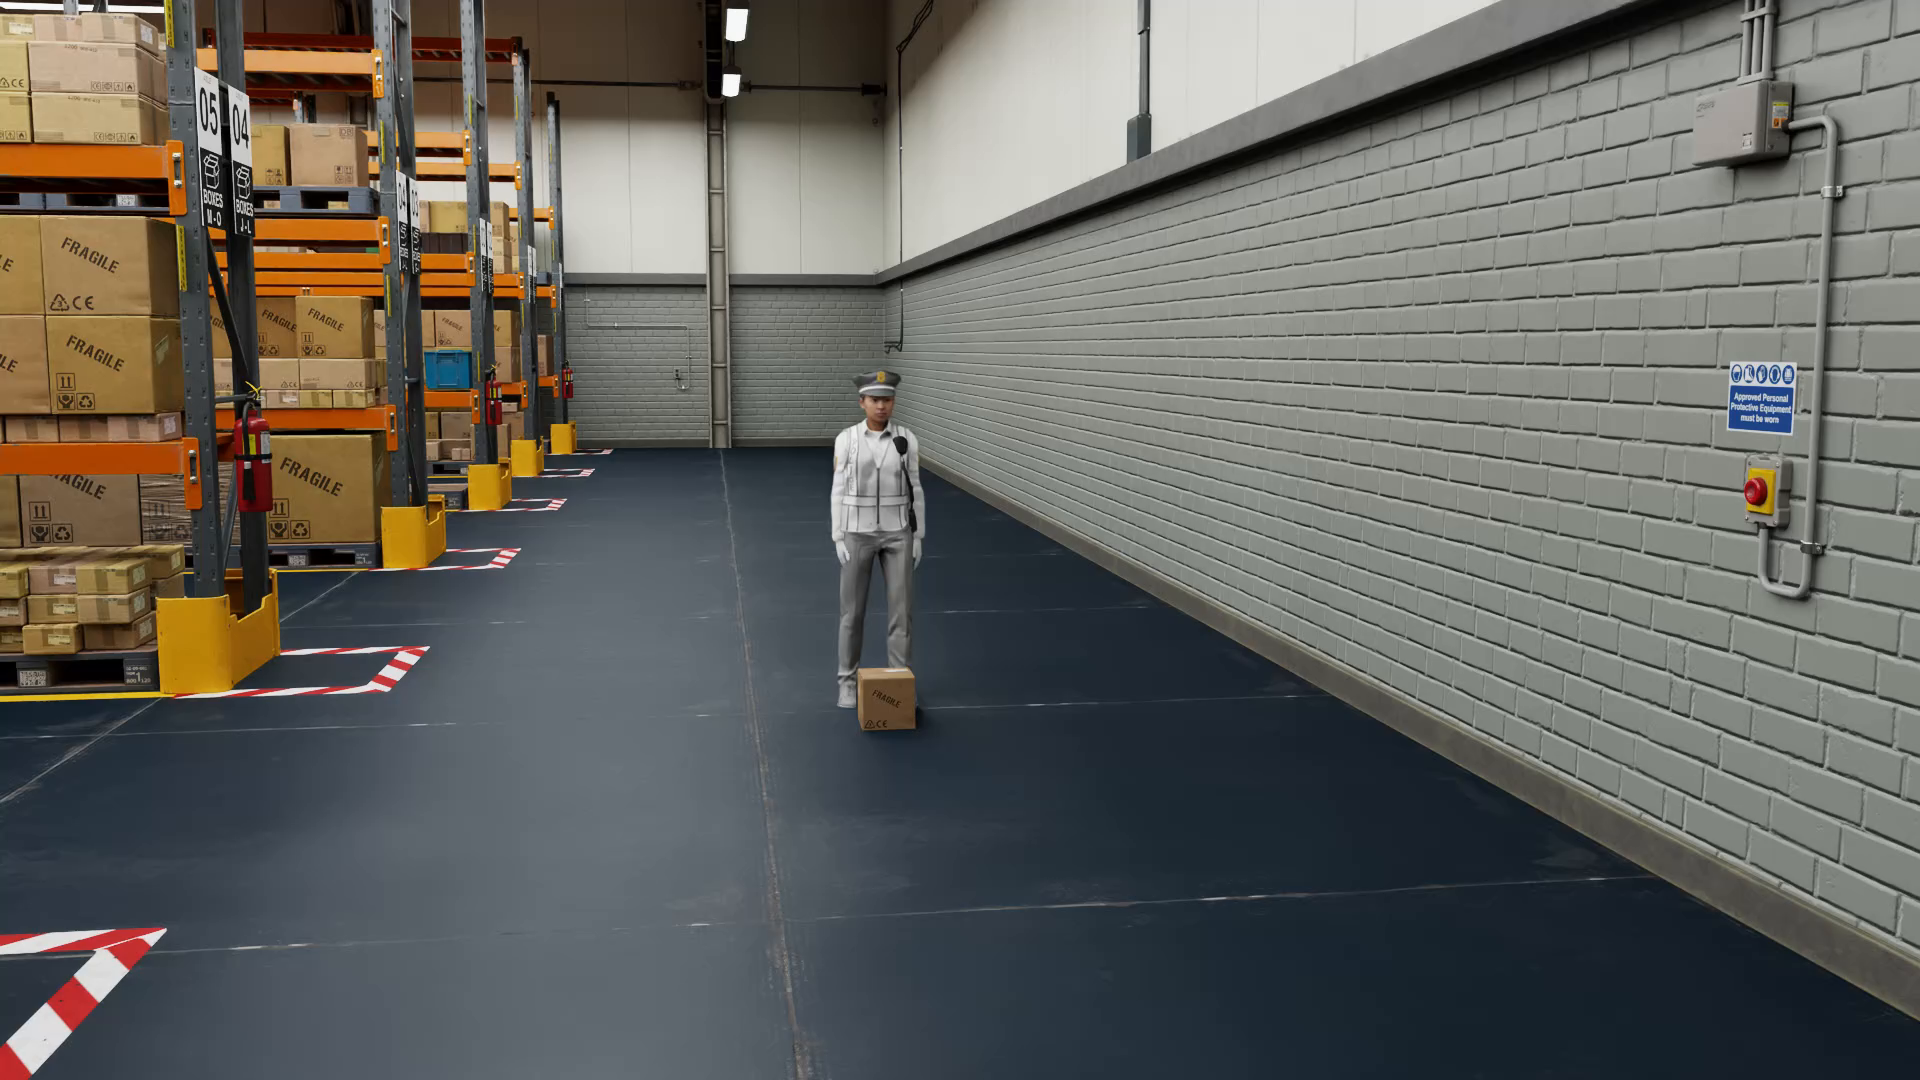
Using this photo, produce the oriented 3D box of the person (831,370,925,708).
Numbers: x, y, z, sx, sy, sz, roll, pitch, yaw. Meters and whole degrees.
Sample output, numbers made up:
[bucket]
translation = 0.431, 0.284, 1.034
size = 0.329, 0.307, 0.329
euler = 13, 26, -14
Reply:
[person]
translation = -0.404, 0.006, 8.301
size = 0.472, 1.707, 0.409
euler = -1, 7, -7
